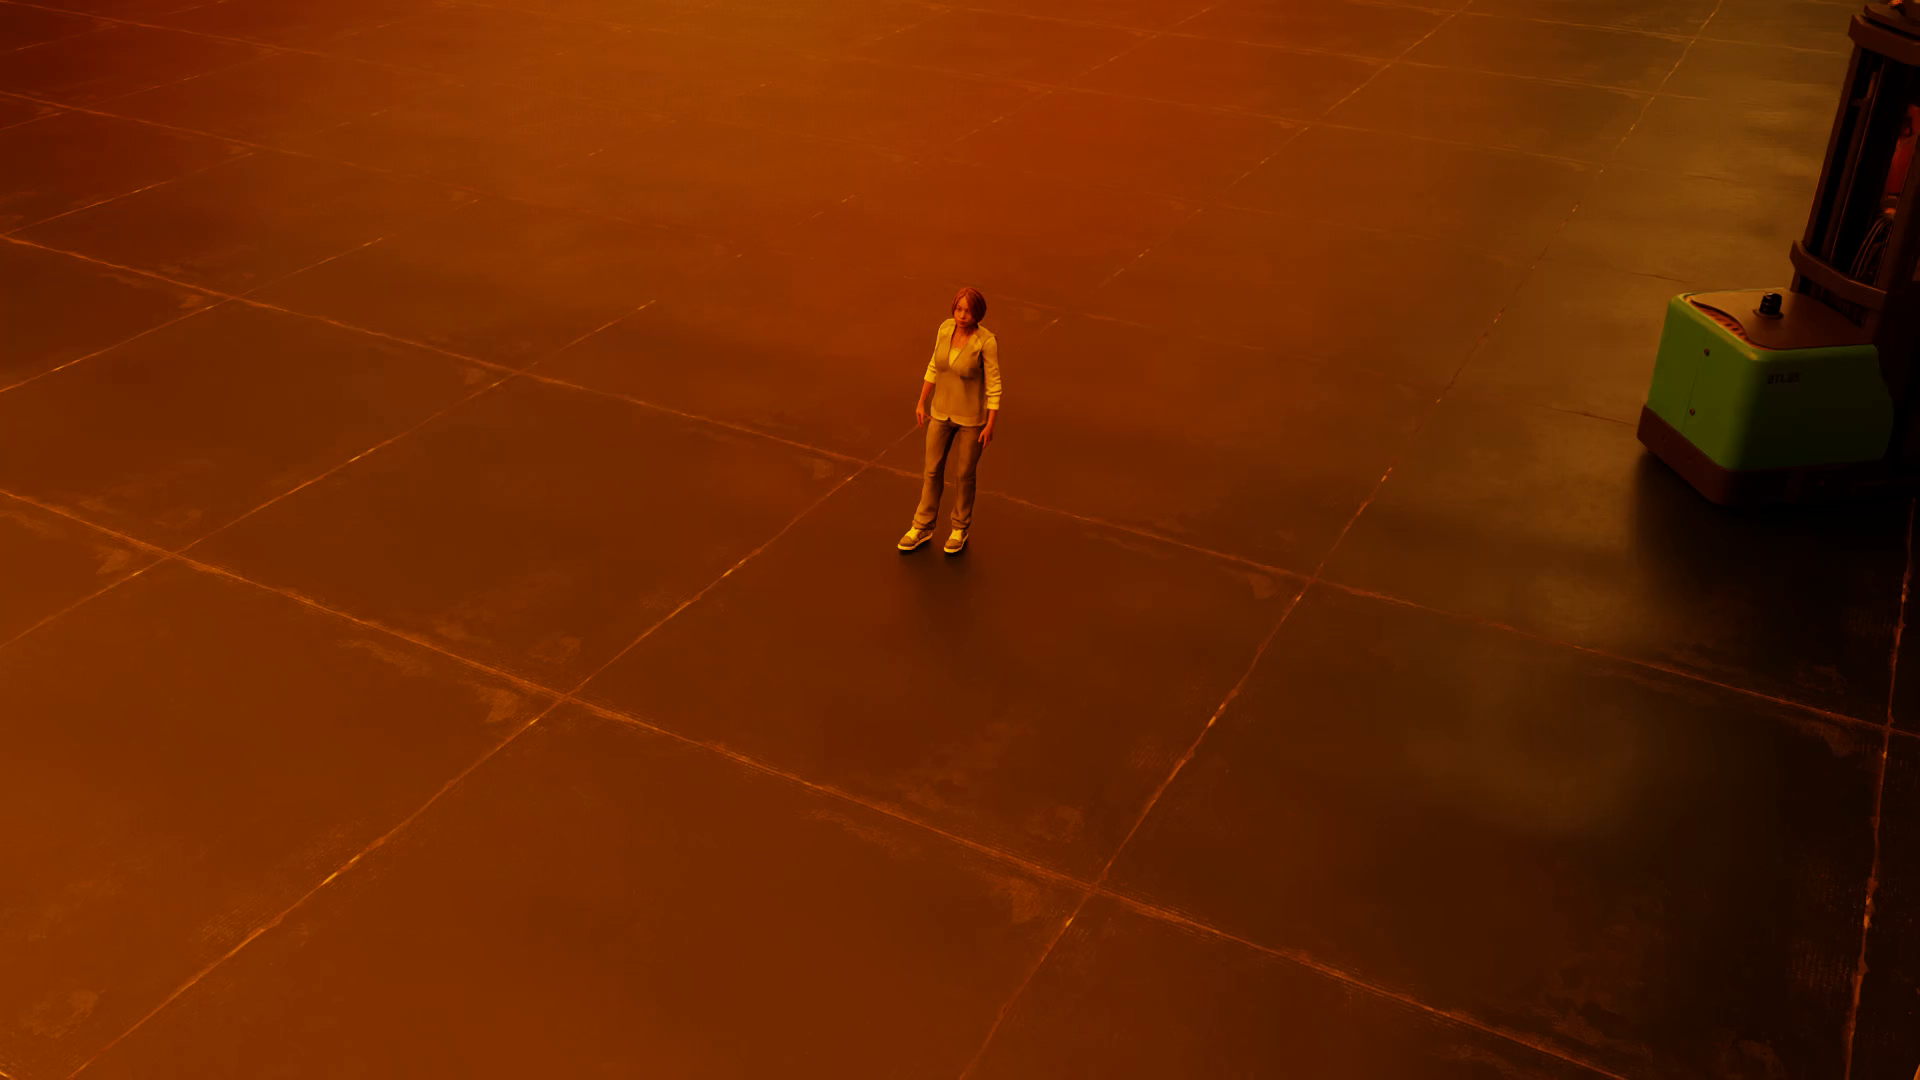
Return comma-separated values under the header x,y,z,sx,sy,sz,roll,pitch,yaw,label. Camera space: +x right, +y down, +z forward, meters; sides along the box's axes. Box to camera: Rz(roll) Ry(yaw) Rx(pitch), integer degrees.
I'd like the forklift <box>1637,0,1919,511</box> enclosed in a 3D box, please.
x,y,z,sx,sy,sz,roll,pitch,yaw,label
6.055,-1.785,10.163,3.031,2.935,1.130,-5,30,-8,forklift

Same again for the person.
x,y,z,sx,sy,sz,roll,pitch,yaw,label
-0.048,-0.669,9.550,0.520,1.597,0.475,15,33,25,person
